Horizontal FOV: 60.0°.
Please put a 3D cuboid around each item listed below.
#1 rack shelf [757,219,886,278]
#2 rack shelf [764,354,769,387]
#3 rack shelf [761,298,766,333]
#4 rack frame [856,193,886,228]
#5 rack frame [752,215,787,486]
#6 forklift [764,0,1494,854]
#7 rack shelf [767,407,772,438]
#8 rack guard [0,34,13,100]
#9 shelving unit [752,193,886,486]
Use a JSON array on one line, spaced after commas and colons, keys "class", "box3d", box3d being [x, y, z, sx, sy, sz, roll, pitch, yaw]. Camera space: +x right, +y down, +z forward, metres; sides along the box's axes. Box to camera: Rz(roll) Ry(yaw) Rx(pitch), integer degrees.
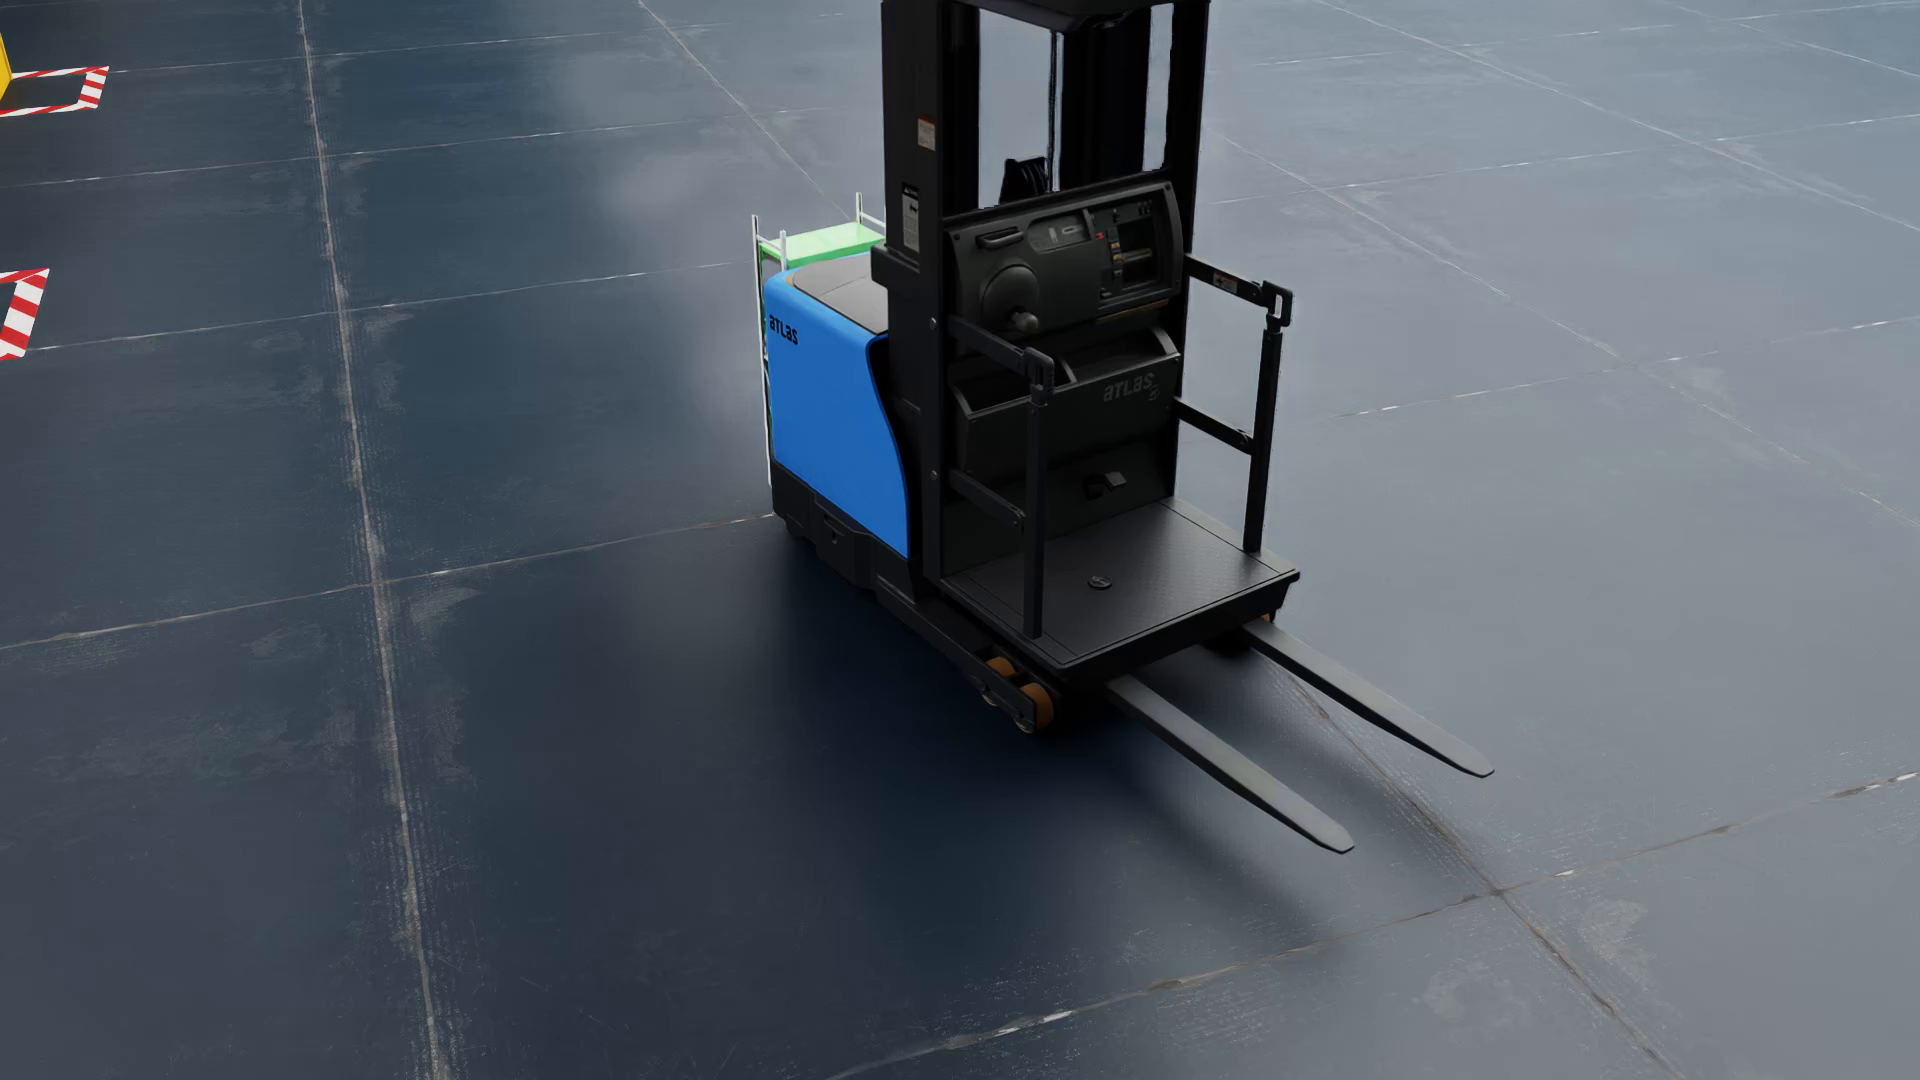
[{"class": "rack shelf", "box3d": [-0.551, -1.147, 6.711, 0.480, 0.148, 0.258, -20, 35, -30]}, {"class": "rack shelf", "box3d": [-0.551, -0.730, 6.949, 0.480, 0.148, 0.258, -20, 35, -30]}, {"class": "rack shelf", "box3d": [-0.551, -0.939, 6.830, 0.480, 0.148, 0.258, -20, 35, -30]}, {"class": "rack frame", "box3d": [-0.352, -0.856, 7.041, 0.015, 1.200, 0.240, -20, 35, -30]}, {"class": "rack frame", "box3d": [-0.749, -0.715, 6.794, 0.015, 1.200, 0.240, -20, 35, -30]}, {"class": "forklift", "box3d": [0.489, -0.896, 5.362, 1.130, 2.935, 3.031, -19, 35, -30]}, {"class": "rack shelf", "box3d": [-0.551, -0.522, 7.067, 0.480, 0.148, 0.258, -20, 35, -30]}, {"class": "rack guard", "box3d": [-7.477, -3.599, 12.563, 0.348, 0.500, 1.175, -10, 31, -18]}, {"class": "shelving unit", "box3d": [-0.551, -0.786, 6.917, 0.503, 1.200, 0.258, -20, 35, -30]}]
